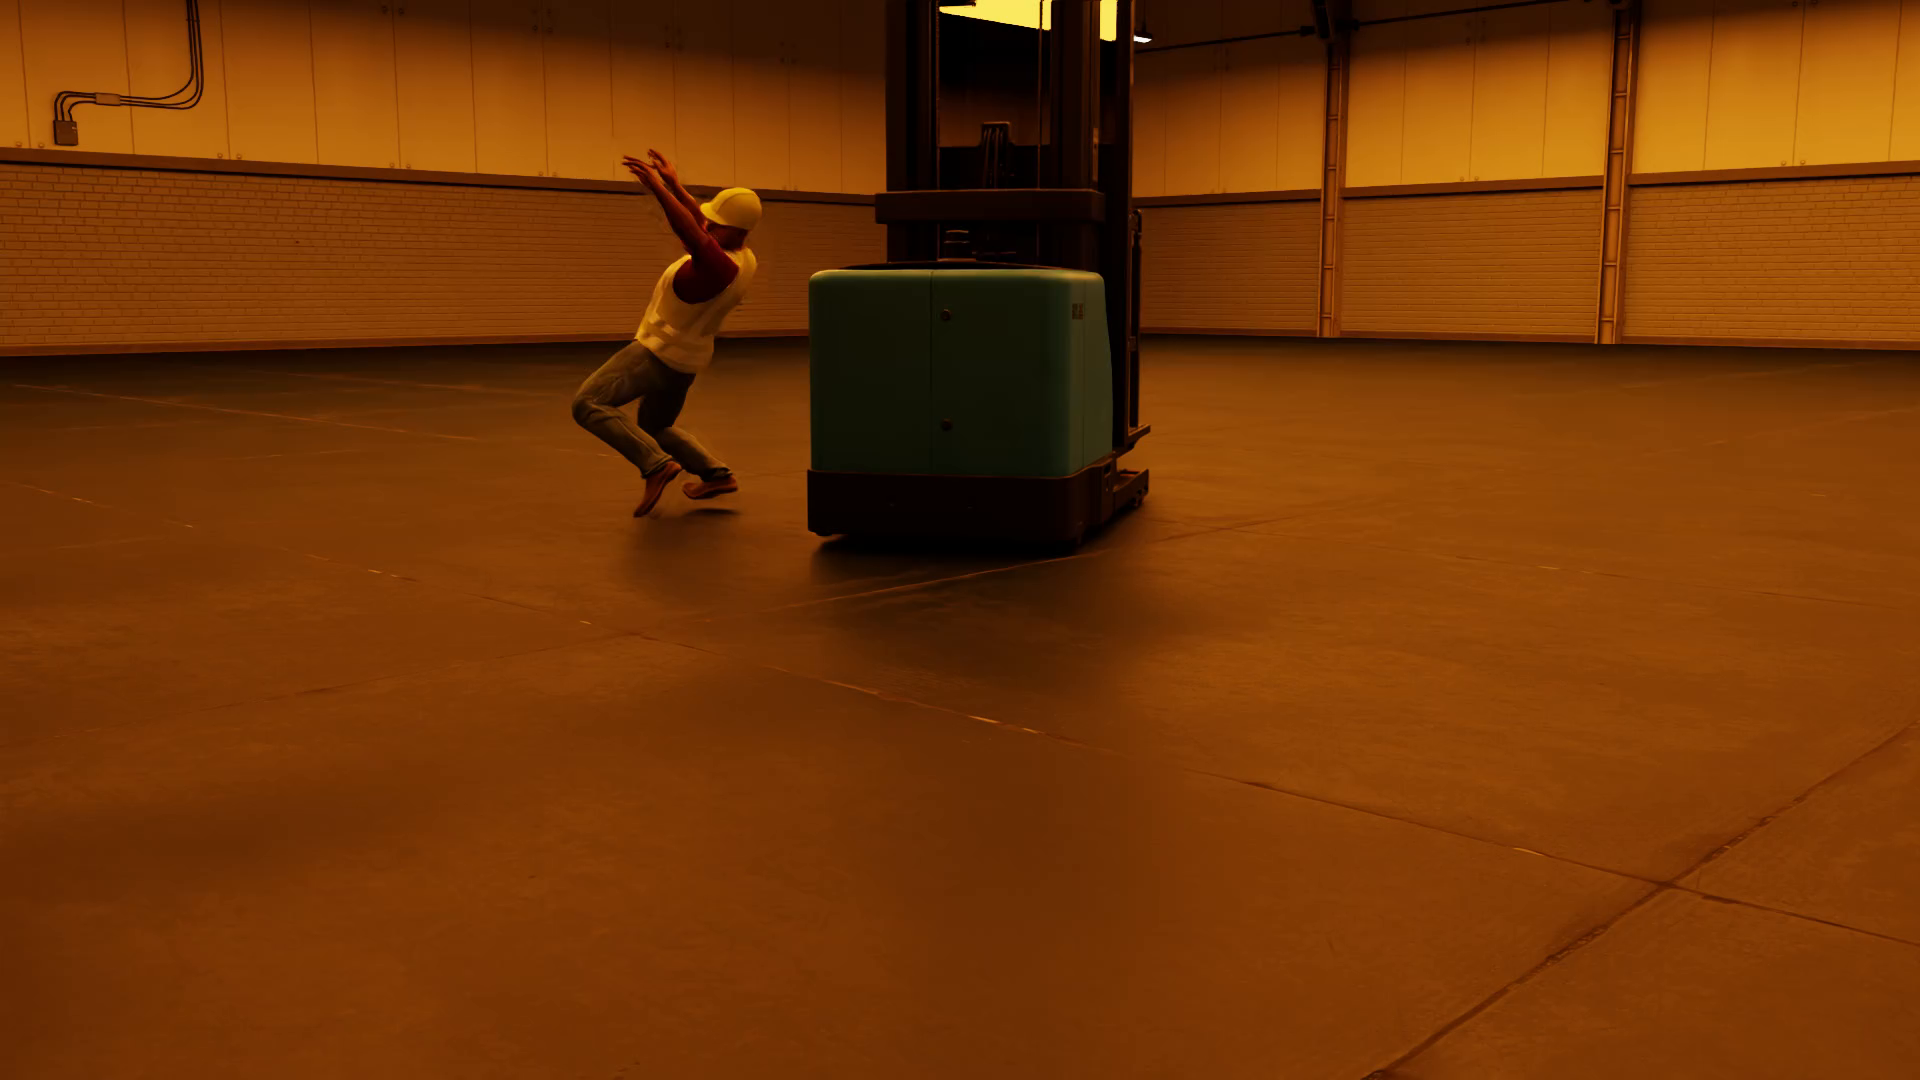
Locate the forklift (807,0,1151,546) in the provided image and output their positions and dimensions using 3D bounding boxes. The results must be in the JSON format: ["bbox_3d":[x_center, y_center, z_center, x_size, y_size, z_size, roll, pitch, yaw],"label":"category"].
[{"bbox_3d":[0.275,-1.605,7.534,1.130,2.935,3.031,2,9,15],"label":"forklift"}]

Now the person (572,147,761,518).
[{"bbox_3d":[-1.290,-0.920,7.358,0.807,1.665,1.084,2,9,12],"label":"person"}]
